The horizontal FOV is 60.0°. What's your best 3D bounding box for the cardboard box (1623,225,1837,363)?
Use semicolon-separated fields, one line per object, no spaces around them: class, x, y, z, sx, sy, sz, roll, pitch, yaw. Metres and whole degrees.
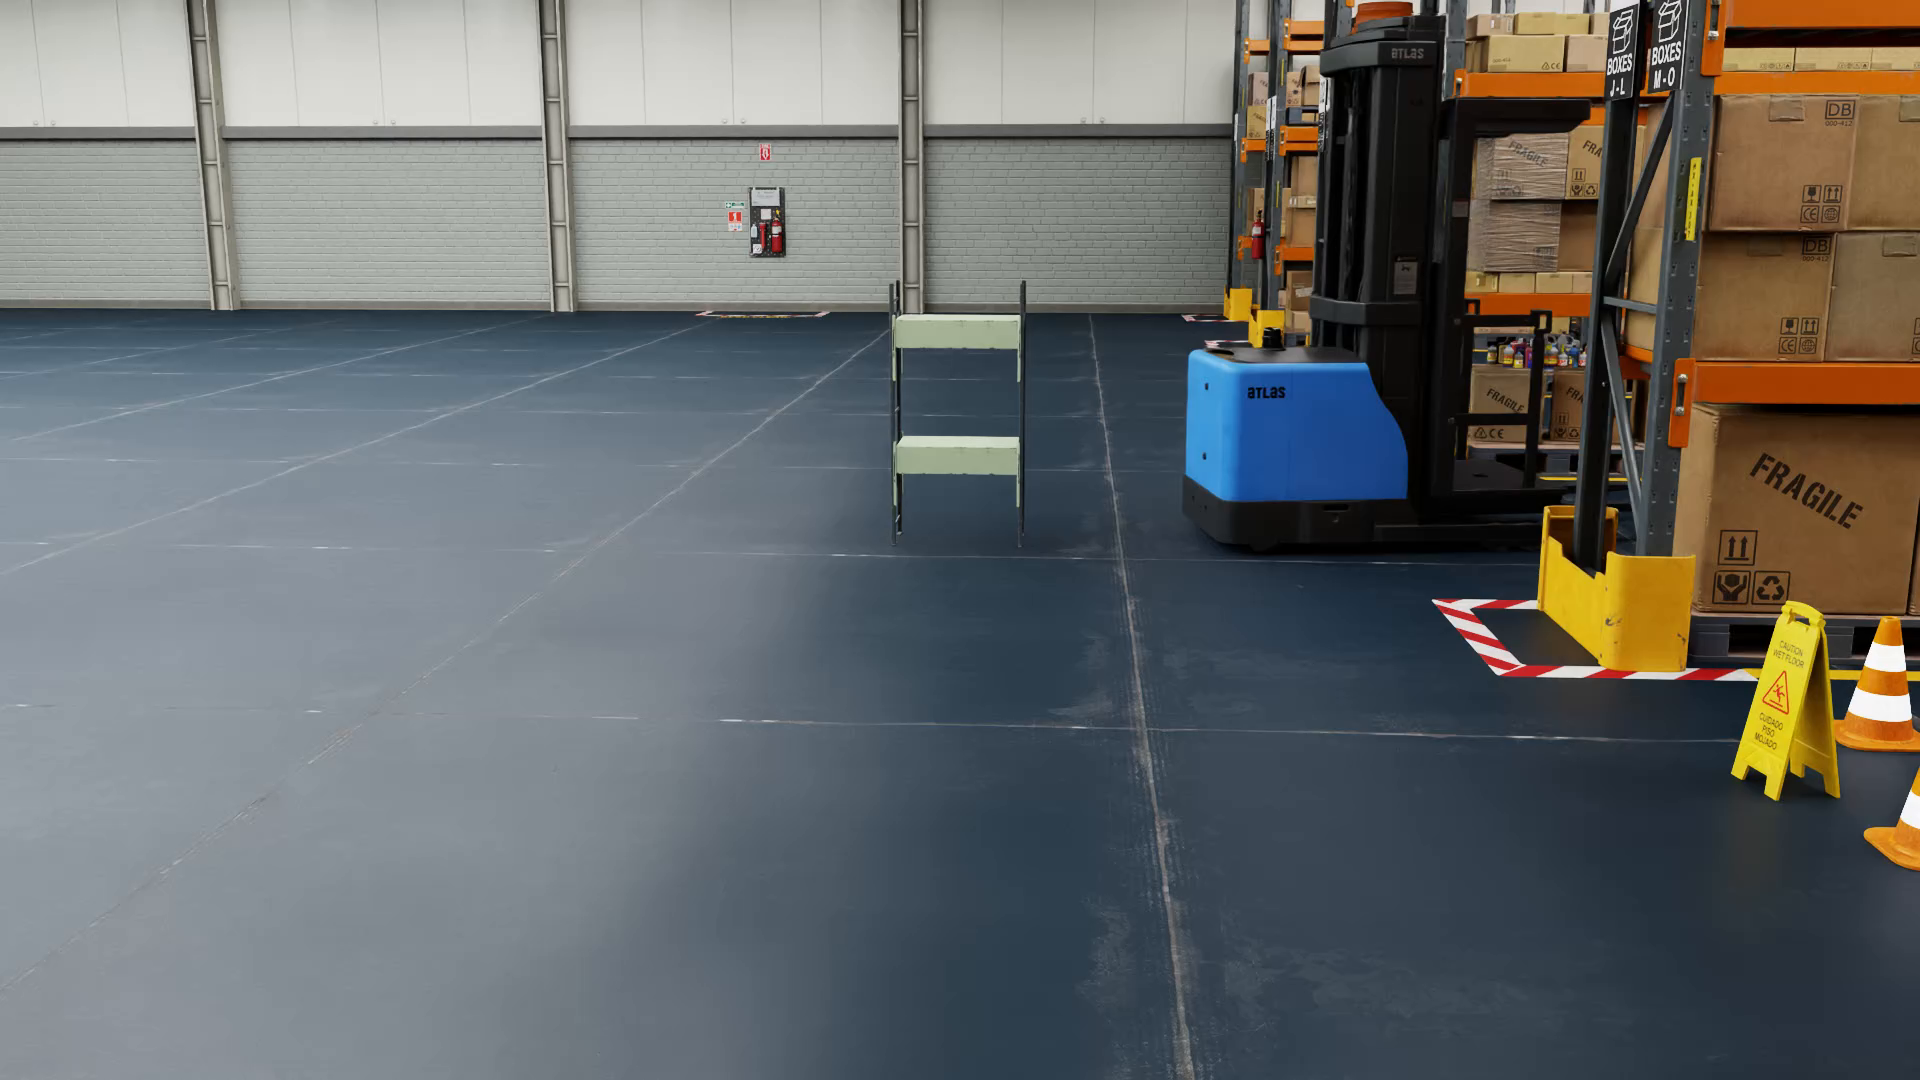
cardboard box;3.371;-1.103;7.349;0.550;0.550;0.875;1;12;4

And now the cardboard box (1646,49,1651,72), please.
cardboard box;4.902;-3.359;11.542;0.500;0.250;0.500;1;12;4

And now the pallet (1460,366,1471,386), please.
pallet;4.650;-1.681;17.287;1.213;0.211;1.003;1;12;4

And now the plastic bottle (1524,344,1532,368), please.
plastic bottle;5.774;-1.840;16.796;0.133;0.283;0.061;1;12;5

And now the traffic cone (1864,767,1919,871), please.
traffic cone;3.018;0.740;5.101;0.334;0.463;0.336;1;12;4

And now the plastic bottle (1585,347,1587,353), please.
plastic bottle;6.421;-1.862;16.903;0.133;0.283;0.061;1;12;4

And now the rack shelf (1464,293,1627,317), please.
rack shelf;5.425;-1.658;12.124;4.000;0.370;1.077;1;12;4

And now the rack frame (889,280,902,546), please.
rack frame;-0.372;-0.739;9.639;0.023;1.500;0.400;1;12;4

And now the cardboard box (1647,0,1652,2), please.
cardboard box;4.893;-3.869;11.422;0.500;0.500;0.500;1;12;4

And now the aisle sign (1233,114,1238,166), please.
aisle sign;4.331;-6.285;26.140;0.004;0.787;0.394;1;12;4

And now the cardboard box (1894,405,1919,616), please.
cardboard box;4.557;-0.184;7.483;0.875;0.875;0.875;1;12;3

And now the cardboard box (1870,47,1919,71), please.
cardboard box;6.428;-3.340;11.447;0.500;0.250;0.500;1;12;5

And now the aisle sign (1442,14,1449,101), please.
aisle sign;3.348;-3.249;11.626;0.004;0.787;0.394;1;12;4

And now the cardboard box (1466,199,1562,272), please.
cardboard box;3.977;-2.219;12.078;0.500;0.500;0.875;1;12;4

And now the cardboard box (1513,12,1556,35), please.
cardboard box;3.941;-3.553;11.494;0.250;0.149;0.380;1;12;5

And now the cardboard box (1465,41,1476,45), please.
cardboard box;3.728;-3.687;12.135;0.250;0.149;0.380;1;12;4

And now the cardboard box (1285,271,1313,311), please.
cardboard box;4.651;-3.341;22.273;0.500;0.500;0.500;1;12;4

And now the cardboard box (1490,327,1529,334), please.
cardboard box;7.111;-2.837;21.692;0.500;0.250;0.500;1;12;4

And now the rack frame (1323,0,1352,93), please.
rack frame;3.761;-5.986;16.404;0.127;3.000;1.000;1;12;4

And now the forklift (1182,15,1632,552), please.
forklift;2.915;-1.476;9.666;3.031;2.935;1.130;-1;12;-6

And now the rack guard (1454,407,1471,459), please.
rack guard;3.506;-0.813;12.432;0.348;0.500;1.175;1;12;4

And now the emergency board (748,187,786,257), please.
emergency board;-3.271;-5.364;28.084;0.643;1.169;0.194;1;12;4

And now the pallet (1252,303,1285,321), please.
pallet;5.307;-3.689;26.887;1.213;0.211;1.003;1;12;4

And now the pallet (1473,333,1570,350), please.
pallet;7.296;-2.661;21.973;1.213;0.211;1.003;1;12;4

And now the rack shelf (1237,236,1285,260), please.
rack shelf;6.418;-4.694;26.637;4.000;0.370;1.077;1;12;4

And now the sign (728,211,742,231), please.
sign;-3.815;-5.410;28.218;0.234;0.329;0.001;1;12;4

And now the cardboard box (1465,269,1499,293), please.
cardboard box;3.698;-1.862;11.956;0.250;0.149;0.380;1;12;4

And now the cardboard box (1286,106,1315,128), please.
cardboard box;5.273;-6.530;26.039;0.500;0.500;0.500;2;12;8

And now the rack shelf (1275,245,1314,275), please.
rack shelf;6.091;-3.682;21.799;4.000;0.370;1.077;1;12;4

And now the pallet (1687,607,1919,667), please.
pallet;3.801;0.335;7.654;1.213;0.211;1.003;1;12;4

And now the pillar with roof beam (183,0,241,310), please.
pillar with roof beam;-13.068;-7.543;23.852;0.400;9.000;9.100;1;12;4

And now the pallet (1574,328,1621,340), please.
pallet;8.824;-2.639;21.870;1.213;0.211;1.003;1;12;4

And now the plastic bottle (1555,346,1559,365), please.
plastic bottle;6.212;-1.922;17.388;0.097;0.201;0.097;0;12;0

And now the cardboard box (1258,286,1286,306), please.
cardboard box;5.107;-3.944;26.791;0.500;0.311;0.500;-1;12;-3

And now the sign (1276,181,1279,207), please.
sign;4.053;-4.410;21.218;0.005;0.325;0.100;1;12;4

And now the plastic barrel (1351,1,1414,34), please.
plastic barrel;4.254;-4.952;16.717;0.708;0.830;0.600;1;12;4

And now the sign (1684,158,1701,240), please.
sign;2.955;-1.375;6.706;0.005;0.325;0.100;1;12;4

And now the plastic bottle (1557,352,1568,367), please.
plastic bottle;6.090;-1.799;16.802;0.097;0.201;0.097;0;12;0

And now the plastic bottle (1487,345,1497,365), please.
plastic bottle;5.623;-1.959;17.568;0.097;0.201;0.097;0;12;0

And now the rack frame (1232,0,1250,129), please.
rack frame;4.423;-8.010;26.080;0.127;3.000;1.000;1;12;4

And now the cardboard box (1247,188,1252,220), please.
cardboard box;4.907;-5.413;26.807;0.500;0.500;0.500;1;12;3

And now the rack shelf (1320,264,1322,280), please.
rack shelf;5.756;-2.670;16.961;4.000;0.370;1.077;1;12;4

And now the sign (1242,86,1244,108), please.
sign;4.387;-6.858;25.768;0.005;0.325;0.100;1;12;4

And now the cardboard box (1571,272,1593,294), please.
cardboard box;4.446;-1.849;11.894;0.250;0.149;0.380;1;12;4

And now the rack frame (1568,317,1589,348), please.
rack frame;8.087;-4.006;21.594;0.127;3.000;1.000;1;12;4

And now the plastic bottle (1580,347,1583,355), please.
plastic bottle;6.505;-1.947;17.510;0.097;0.201;0.097;0;12;0

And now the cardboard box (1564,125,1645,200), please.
cardboard box;4.459;-2.650;11.697;0.500;0.500;0.500;1;12;4

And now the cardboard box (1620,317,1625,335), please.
cardboard box;8.473;-2.810;21.565;0.500;0.250;0.500;1;12;2

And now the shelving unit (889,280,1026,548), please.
shelving unit;-0.007;-0.734;9.615;0.755;1.500;0.431;1;12;4

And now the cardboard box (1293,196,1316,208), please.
cardboard box;4.473;-4.378;21.543;0.250;0.149;0.380;1;12;3

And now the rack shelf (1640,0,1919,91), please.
rack shelf;4.993;-2.114;6.980;4.000;0.370;1.077;1;12;4

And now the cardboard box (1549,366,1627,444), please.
cardboard box;4.651;-1.006;12.332;0.500;0.500;0.500;4;12;19

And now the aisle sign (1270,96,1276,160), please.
aisle sign;4.010;-5.272;21.295;0.004;0.787;0.394;1;12;4

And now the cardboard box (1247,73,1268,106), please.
cardboard box;4.791;-7.035;26.010;0.500;0.500;0.500;0;12;0

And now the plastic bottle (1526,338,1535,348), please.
plastic bottle;6.011;-1.985;17.508;0.135;0.276;0.152;0;12;2

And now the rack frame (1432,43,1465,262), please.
rack frame;3.430;-2.037;12.181;0.127;3.000;1.000;1;12;4
